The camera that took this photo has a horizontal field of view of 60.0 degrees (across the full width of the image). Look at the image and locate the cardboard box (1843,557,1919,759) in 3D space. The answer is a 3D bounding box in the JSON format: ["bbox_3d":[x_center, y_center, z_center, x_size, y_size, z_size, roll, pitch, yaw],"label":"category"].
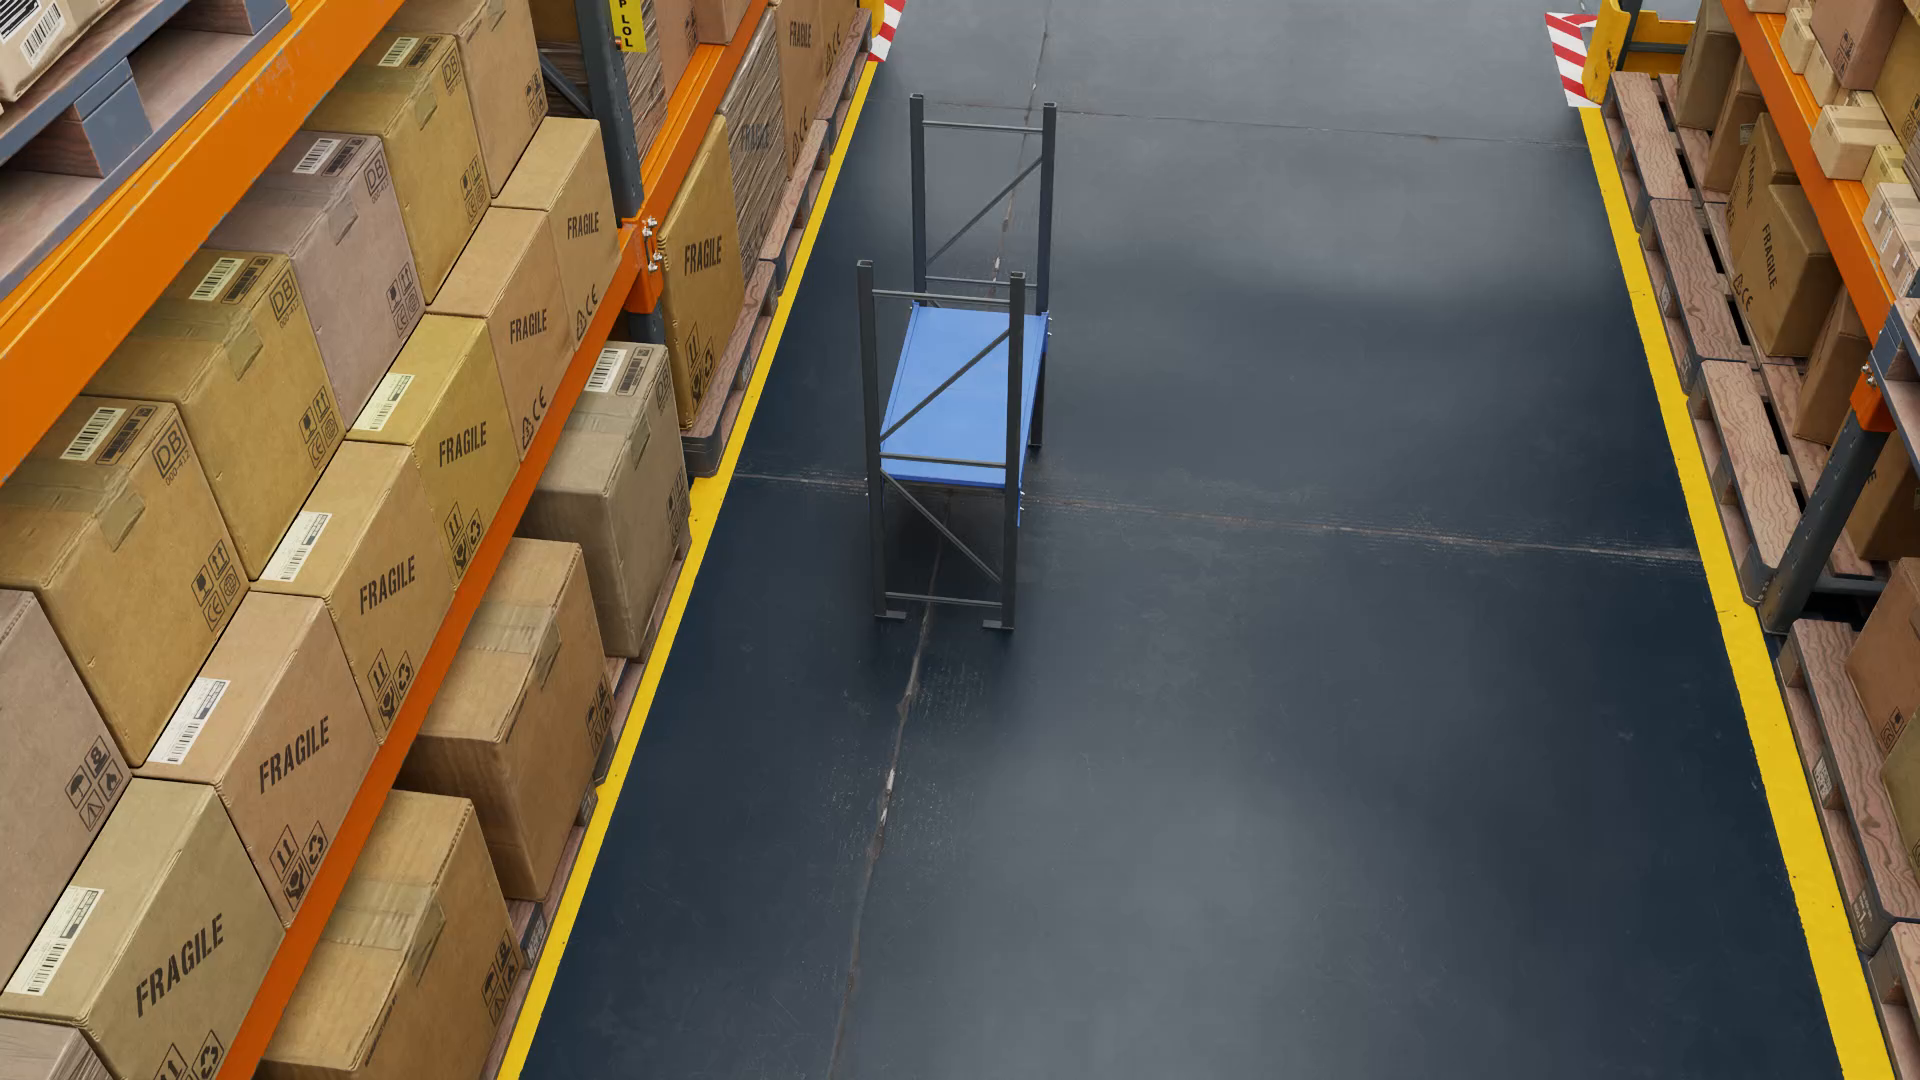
[{"bbox_3d":[3.251,0.415,5.129,0.700,0.500,0.500,2,43,2],"label":"cardboard box"}]

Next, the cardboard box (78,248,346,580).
[{"bbox_3d":[-1.811,-0.291,3.576,0.700,0.500,0.500,5,44,5],"label":"cardboard box"}]

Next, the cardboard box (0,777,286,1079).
[{"bbox_3d":[-1.688,0.792,3.159,0.500,0.500,0.500,5,44,5],"label":"cardboard box"}]

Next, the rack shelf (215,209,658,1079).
[{"bbox_3d":[-1.814,0.355,4.217,1.077,0.370,4.000,5,44,6],"label":"rack shelf"}]

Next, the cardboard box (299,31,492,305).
[{"bbox_3d":[-1.676,-0.979,4.303,0.700,0.500,0.500,5,44,5],"label":"cardboard box"}]

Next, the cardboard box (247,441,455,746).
[{"bbox_3d":[-1.552,0.109,3.880,0.500,0.500,0.500,5,44,5],"label":"cardboard box"}]

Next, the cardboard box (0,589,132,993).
[{"bbox_3d":[-1.944,0.407,2.838,0.700,0.500,0.500,5,44,5],"label":"cardboard box"}]

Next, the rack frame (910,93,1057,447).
[{"bbox_3d":[0.078,-0.949,6.162,0.500,1.500,0.032,5,44,6],"label":"rack frame"}]

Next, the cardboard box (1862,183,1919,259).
[{"bbox_3d":[3.133,-1.001,5.309,0.380,0.149,0.250,5,44,6],"label":"cardboard box"}]

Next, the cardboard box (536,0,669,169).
[{"bbox_3d":[-1.513,-1.577,5.624,0.875,0.550,0.550,5,44,6],"label":"cardboard box"}]

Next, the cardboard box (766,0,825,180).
[{"bbox_3d":[-1.160,-2.309,7.746,0.875,0.875,0.875,5,44,5],"label":"cardboard box"}]

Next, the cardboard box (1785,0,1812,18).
[{"bbox_3d":[3.412,-2.016,6.380,0.380,0.149,0.250,5,44,6],"label":"cardboard box"}]

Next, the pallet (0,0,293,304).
[{"bbox_3d":[-1.901,-0.770,2.837,1.003,0.211,1.213,7,44,7],"label":"pallet"}]

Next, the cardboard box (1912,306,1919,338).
[{"bbox_3d":[3.109,-0.591,3.951,1.000,1.000,1.000,6,44,6],"label":"cardboard box"}]

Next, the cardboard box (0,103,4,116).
[{"bbox_3d":[-1.699,-0.582,2.232,0.500,0.250,0.500,6,44,7],"label":"cardboard box"}]

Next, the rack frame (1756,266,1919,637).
[{"bbox_3d":[3.353,-0.750,4.860,1.000,3.000,0.127,5,44,6],"label":"rack frame"}]

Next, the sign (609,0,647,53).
[{"bbox_3d":[-1.011,-1.619,4.993,0.100,0.325,0.005,5,44,6],"label":"sign"}]

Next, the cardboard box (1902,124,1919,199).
[{"bbox_3d":[3.474,-1.195,5.042,0.875,0.500,0.500,5,44,6],"label":"cardboard box"}]

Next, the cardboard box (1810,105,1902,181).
[{"bbox_3d":[3.148,-1.347,5.673,0.380,0.149,0.250,5,44,6],"label":"cardboard box"}]

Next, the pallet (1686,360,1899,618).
[{"bbox_3d":[3.407,-0.198,6.306,1.003,0.211,1.213,5,44,6],"label":"pallet"}]

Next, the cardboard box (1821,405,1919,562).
[{"bbox_3d":[3.446,-0.264,5.859,0.500,0.500,0.500,4,44,4],"label":"cardboard box"}]

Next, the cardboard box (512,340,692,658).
[{"bbox_3d":[-1.543,-0.174,5.583,1.050,0.750,0.750,5,44,5],"label":"cardboard box"}]

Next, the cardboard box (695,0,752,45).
[{"bbox_3d":[-1.275,-2.311,6.400,0.875,0.550,0.550,5,44,6],"label":"cardboard box"}]

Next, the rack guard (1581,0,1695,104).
[{"bbox_3d":[3.872,-2.516,8.544,1.175,0.500,0.348,5,44,6],"label":"rack guard"}]

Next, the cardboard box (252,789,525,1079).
[{"bbox_3d":[-1.797,1.118,4.218,1.050,0.750,0.750,6,44,6],"label":"cardboard box"}]

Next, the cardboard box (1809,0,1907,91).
[{"bbox_3d":[3.541,-1.883,5.768,0.875,0.500,0.500,5,44,6],"label":"cardboard box"}]

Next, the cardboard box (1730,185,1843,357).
[{"bbox_3d":[3.518,-1.085,6.727,0.500,0.500,0.500,2,43,2],"label":"cardboard box"}]

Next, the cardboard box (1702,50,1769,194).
[{"bbox_3d":[3.738,-1.886,7.573,0.500,0.500,0.500,16,46,16],"label":"cardboard box"}]

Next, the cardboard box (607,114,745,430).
[{"bbox_3d":[-1.398,-1.073,6.441,0.875,0.875,0.875,6,44,6],"label":"cardboard box"}]

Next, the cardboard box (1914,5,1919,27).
[{"bbox_3d":[3.140,-1.589,4.730,0.500,0.500,0.500,5,44,6],"label":"cardboard box"}]

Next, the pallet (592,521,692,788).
[{"bbox_3d":[-1.577,0.276,5.805,1.003,0.211,1.213,5,44,6],"label":"pallet"}]

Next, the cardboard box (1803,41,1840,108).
[{"bbox_3d":[3.304,-1.679,6.025,0.380,0.149,0.250,5,44,6],"label":"cardboard box"}]

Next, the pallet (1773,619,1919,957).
[{"bbox_3d":[3.252,0.793,5.258,1.003,0.211,1.213,5,44,6],"label":"pallet"}]

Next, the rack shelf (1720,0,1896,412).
[{"bbox_3d":[3.617,-1.852,6.547,1.077,0.370,4.000,5,44,6],"label":"rack shelf"}]

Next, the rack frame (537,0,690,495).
[{"bbox_3d":[-1.550,-1.270,5.409,1.000,3.000,0.127,5,44,6],"label":"rack frame"}]

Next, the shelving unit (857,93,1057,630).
[{"bbox_3d":[0.011,-0.603,5.796,0.538,1.500,1.048,5,44,6],"label":"shelving unit"}]

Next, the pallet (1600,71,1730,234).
[{"bbox_3d":[3.729,-1.861,8.062,1.003,0.211,1.213,5,44,6],"label":"pallet"}]

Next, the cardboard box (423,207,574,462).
[{"bbox_3d":[-1.421,-0.582,4.610,0.500,0.500,0.500,5,44,5],"label":"cardboard box"}]

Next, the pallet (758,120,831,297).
[{"bbox_3d":[-1.213,-1.602,7.788,1.003,0.211,1.213,5,44,6],"label":"pallet"}]
